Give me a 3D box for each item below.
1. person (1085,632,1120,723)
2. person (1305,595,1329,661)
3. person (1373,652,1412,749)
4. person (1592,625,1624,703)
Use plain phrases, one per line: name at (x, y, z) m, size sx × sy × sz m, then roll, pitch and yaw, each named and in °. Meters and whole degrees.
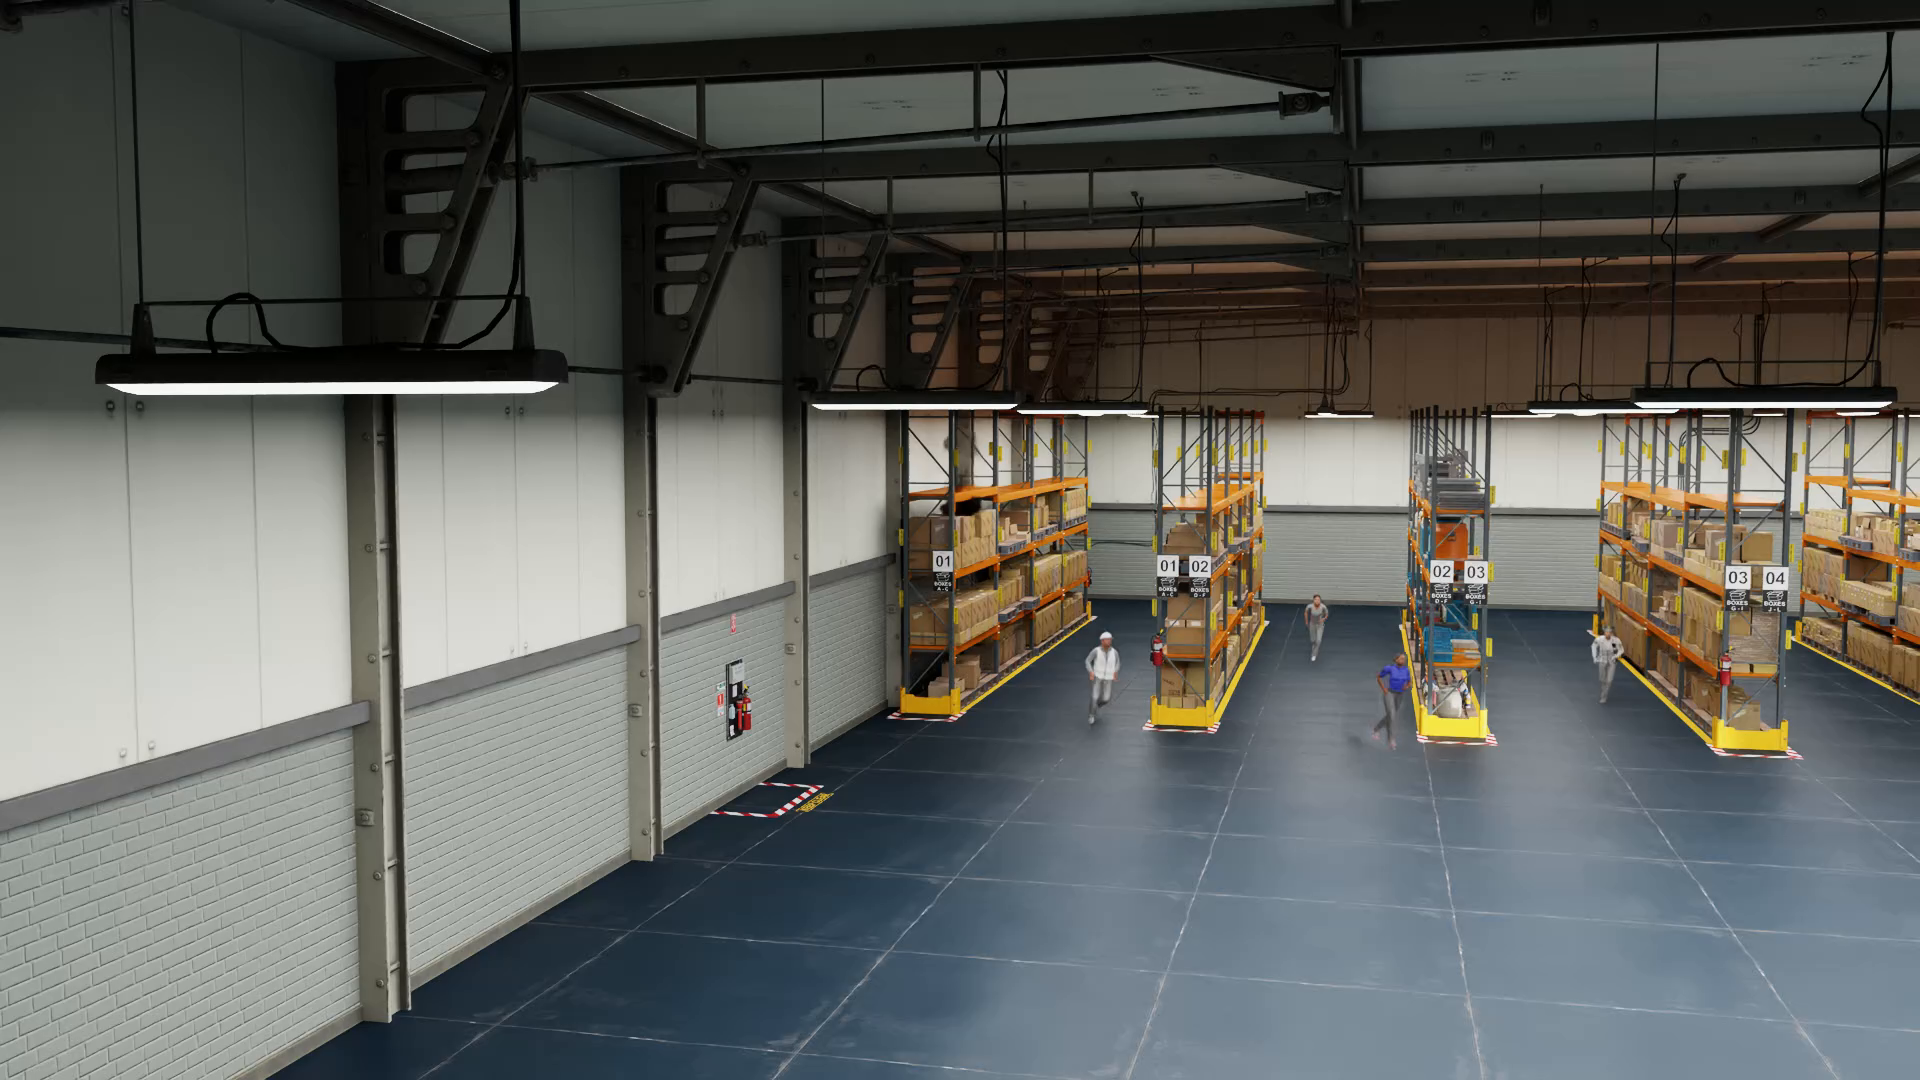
person at (2.724, 2.609, 31.633) m, size 0.703 × 1.717 × 0.535 m, roll -1°, pitch 4°, yaw -7°
person at (8.538, 2.087, 39.840) m, size 0.554 × 1.600 × 0.704 m, roll 1°, pitch 4°, yaw 8°
person at (7.702, 2.808, 29.463) m, size 0.621 × 1.636 × 0.865 m, roll -1°, pitch 4°, yaw -19°
person at (13.183, 2.510, 33.868) m, size 0.610 × 1.621 × 0.700 m, roll 1°, pitch 4°, yaw 18°
